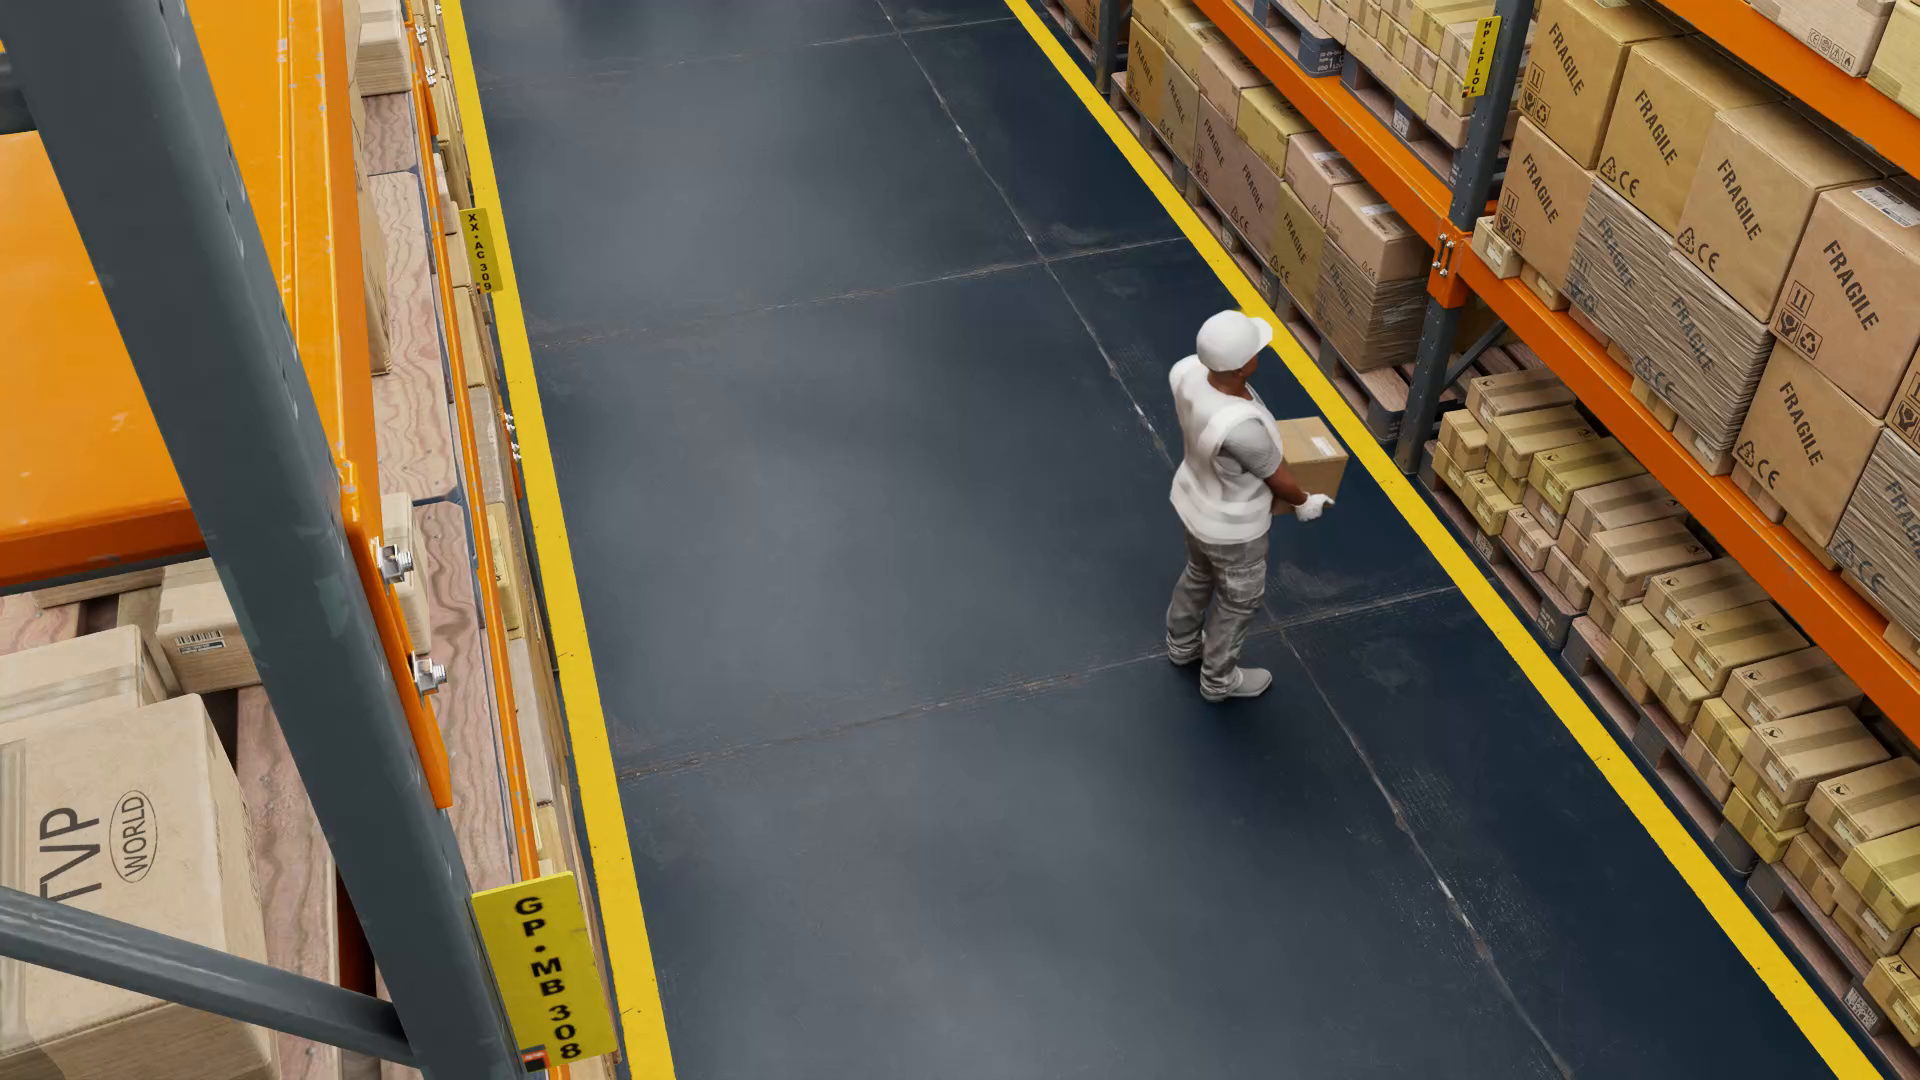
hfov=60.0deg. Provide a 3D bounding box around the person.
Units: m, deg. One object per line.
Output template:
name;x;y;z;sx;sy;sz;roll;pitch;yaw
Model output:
person;1.080;-0.132;6.295;0.574;1.780;0.490;-12;43;-13
